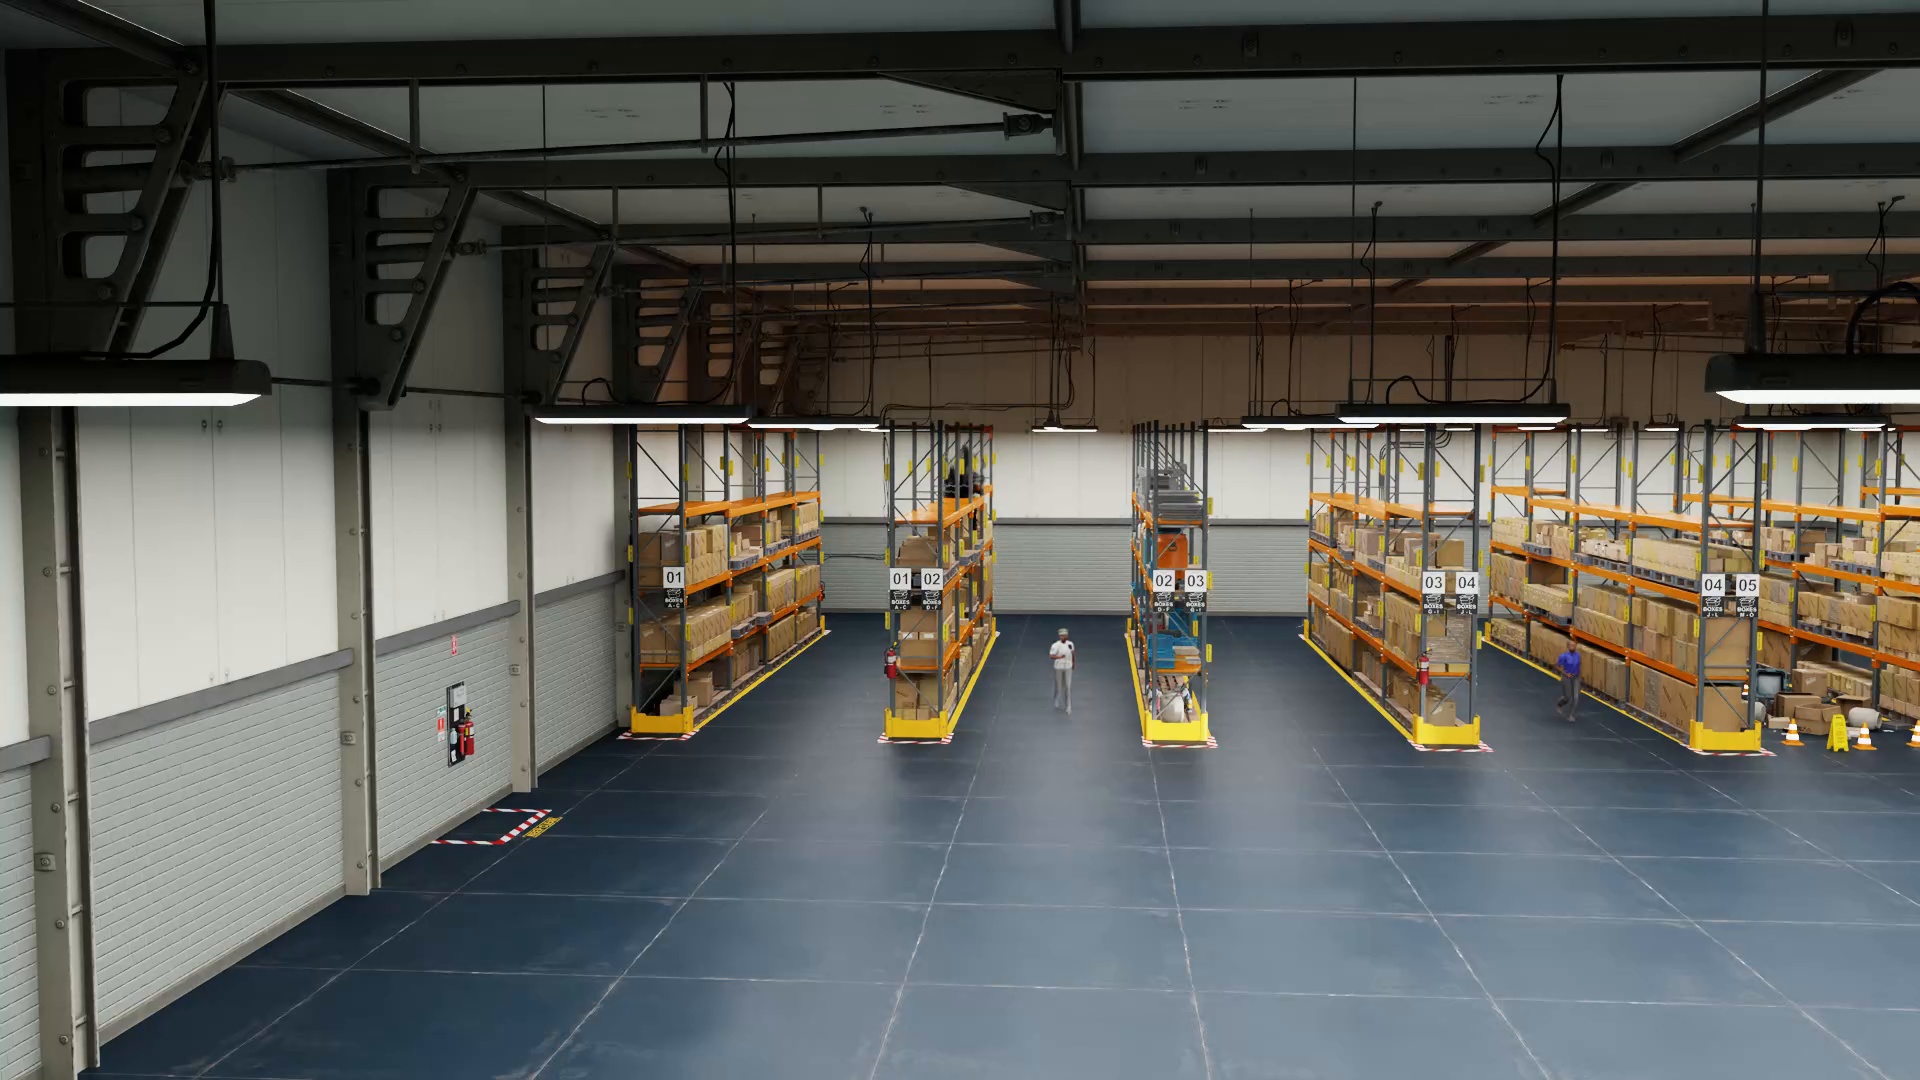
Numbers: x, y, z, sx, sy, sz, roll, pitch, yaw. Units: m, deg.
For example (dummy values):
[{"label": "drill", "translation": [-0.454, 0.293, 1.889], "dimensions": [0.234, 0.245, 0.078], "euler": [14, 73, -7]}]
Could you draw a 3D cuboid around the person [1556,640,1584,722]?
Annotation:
[{"label": "person", "translation": [12.216, 2.809, 33.309], "dimensions": [0.572, 1.612, 0.617], "euler": [-1, 4, -10]}]

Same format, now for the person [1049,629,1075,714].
[{"label": "person", "translation": [2.123, 2.680, 34.431], "dimensions": [0.595, 1.724, 0.870], "euler": [-1, 4, -9]}]

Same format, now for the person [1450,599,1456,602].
[{"label": "person", "translation": [13.391, 1.984, 45.149], "dimensions": [0.630, 1.784, 0.945], "euler": [0, 4, 4]}]
